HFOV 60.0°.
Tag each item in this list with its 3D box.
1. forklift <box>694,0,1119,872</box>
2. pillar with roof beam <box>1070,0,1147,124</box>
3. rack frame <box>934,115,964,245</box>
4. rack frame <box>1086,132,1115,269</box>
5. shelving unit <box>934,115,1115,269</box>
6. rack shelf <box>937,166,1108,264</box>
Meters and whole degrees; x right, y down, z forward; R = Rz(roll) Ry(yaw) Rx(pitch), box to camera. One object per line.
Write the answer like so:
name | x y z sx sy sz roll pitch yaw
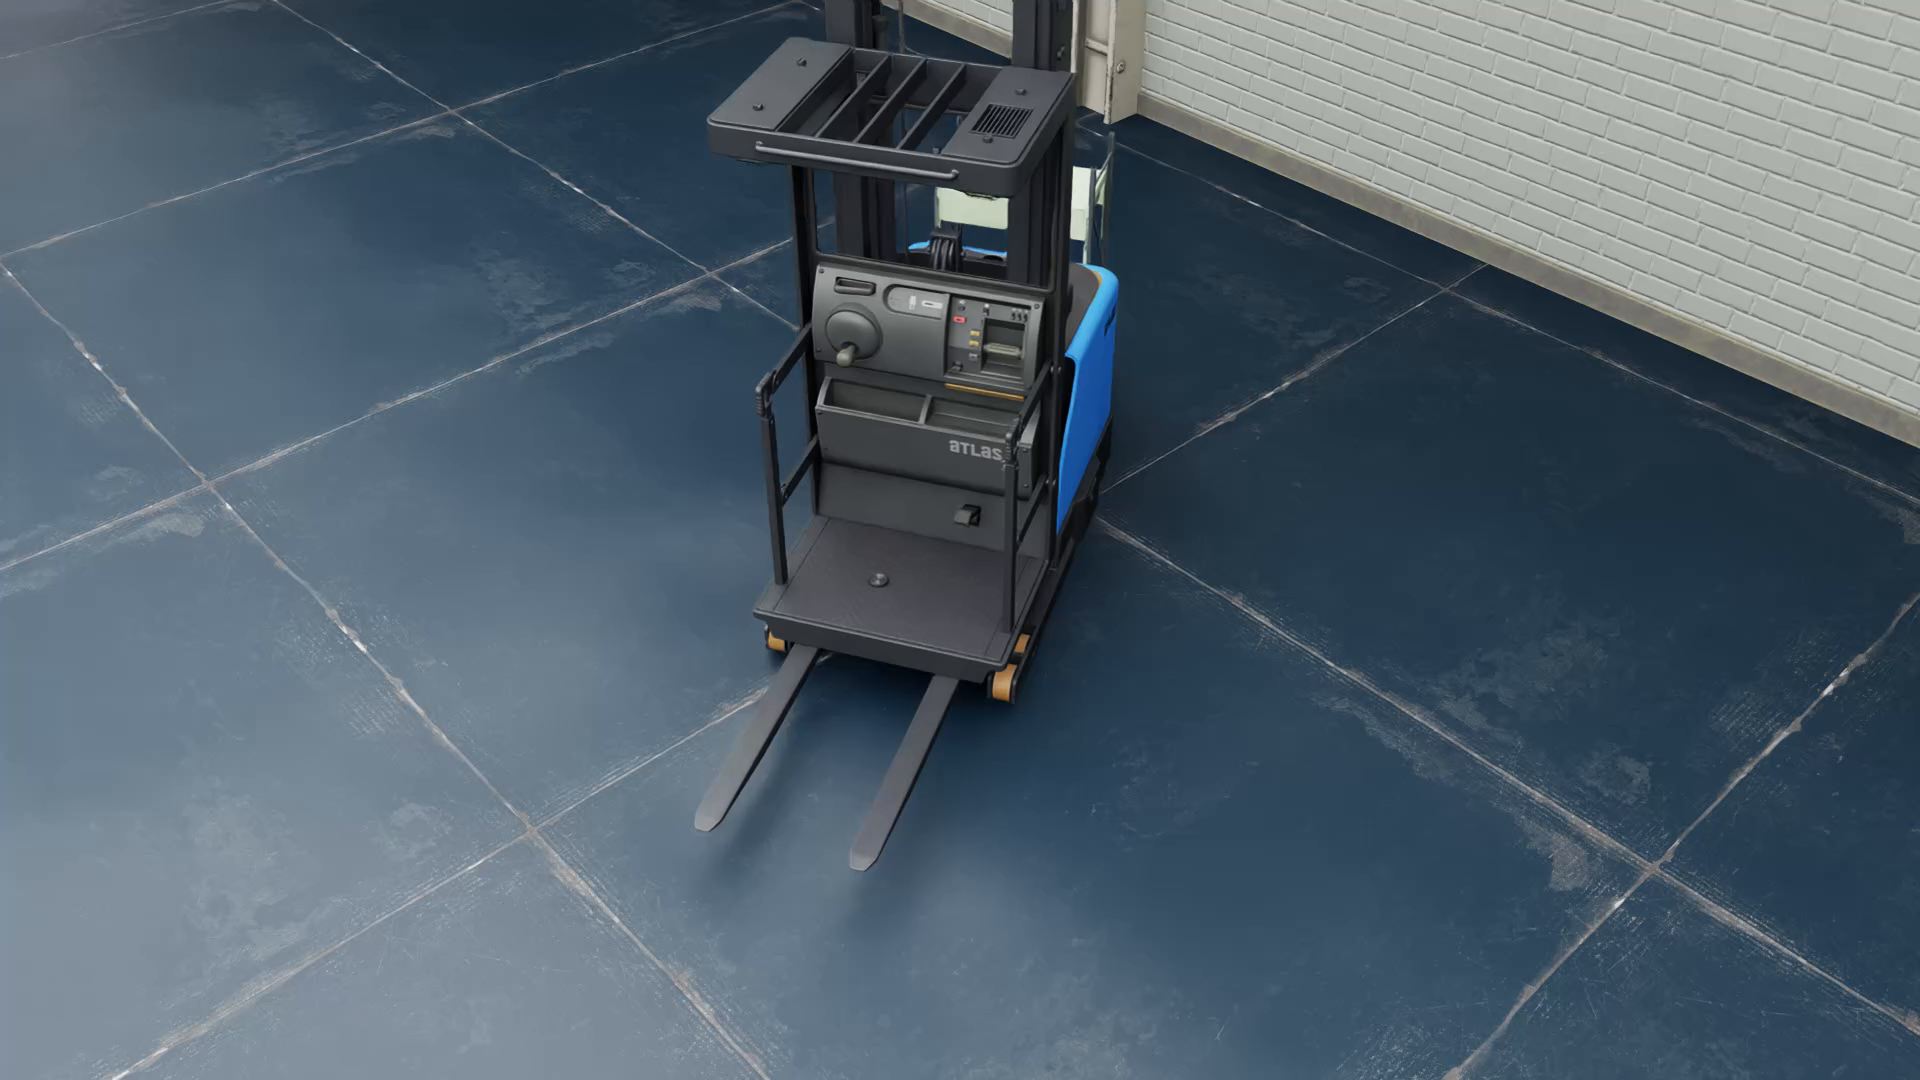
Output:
forklift | -0.197 -0.753 6.349 1.130 2.935 3.031 11 40 14
pillar with roof beam | -2.186 -4.631 6.322 9.100 9.000 0.400 -30 48 -32
rack frame | -0.050 -1.321 8.192 0.023 1.500 0.400 11 40 13
rack frame | 0.649 -1.186 8.025 0.023 1.500 0.400 11 40 13
shelving unit | 0.300 -1.254 8.109 0.755 1.500 0.431 11 40 13
rack shelf | 0.300 -1.557 7.863 0.720 0.370 0.431 11 40 13
